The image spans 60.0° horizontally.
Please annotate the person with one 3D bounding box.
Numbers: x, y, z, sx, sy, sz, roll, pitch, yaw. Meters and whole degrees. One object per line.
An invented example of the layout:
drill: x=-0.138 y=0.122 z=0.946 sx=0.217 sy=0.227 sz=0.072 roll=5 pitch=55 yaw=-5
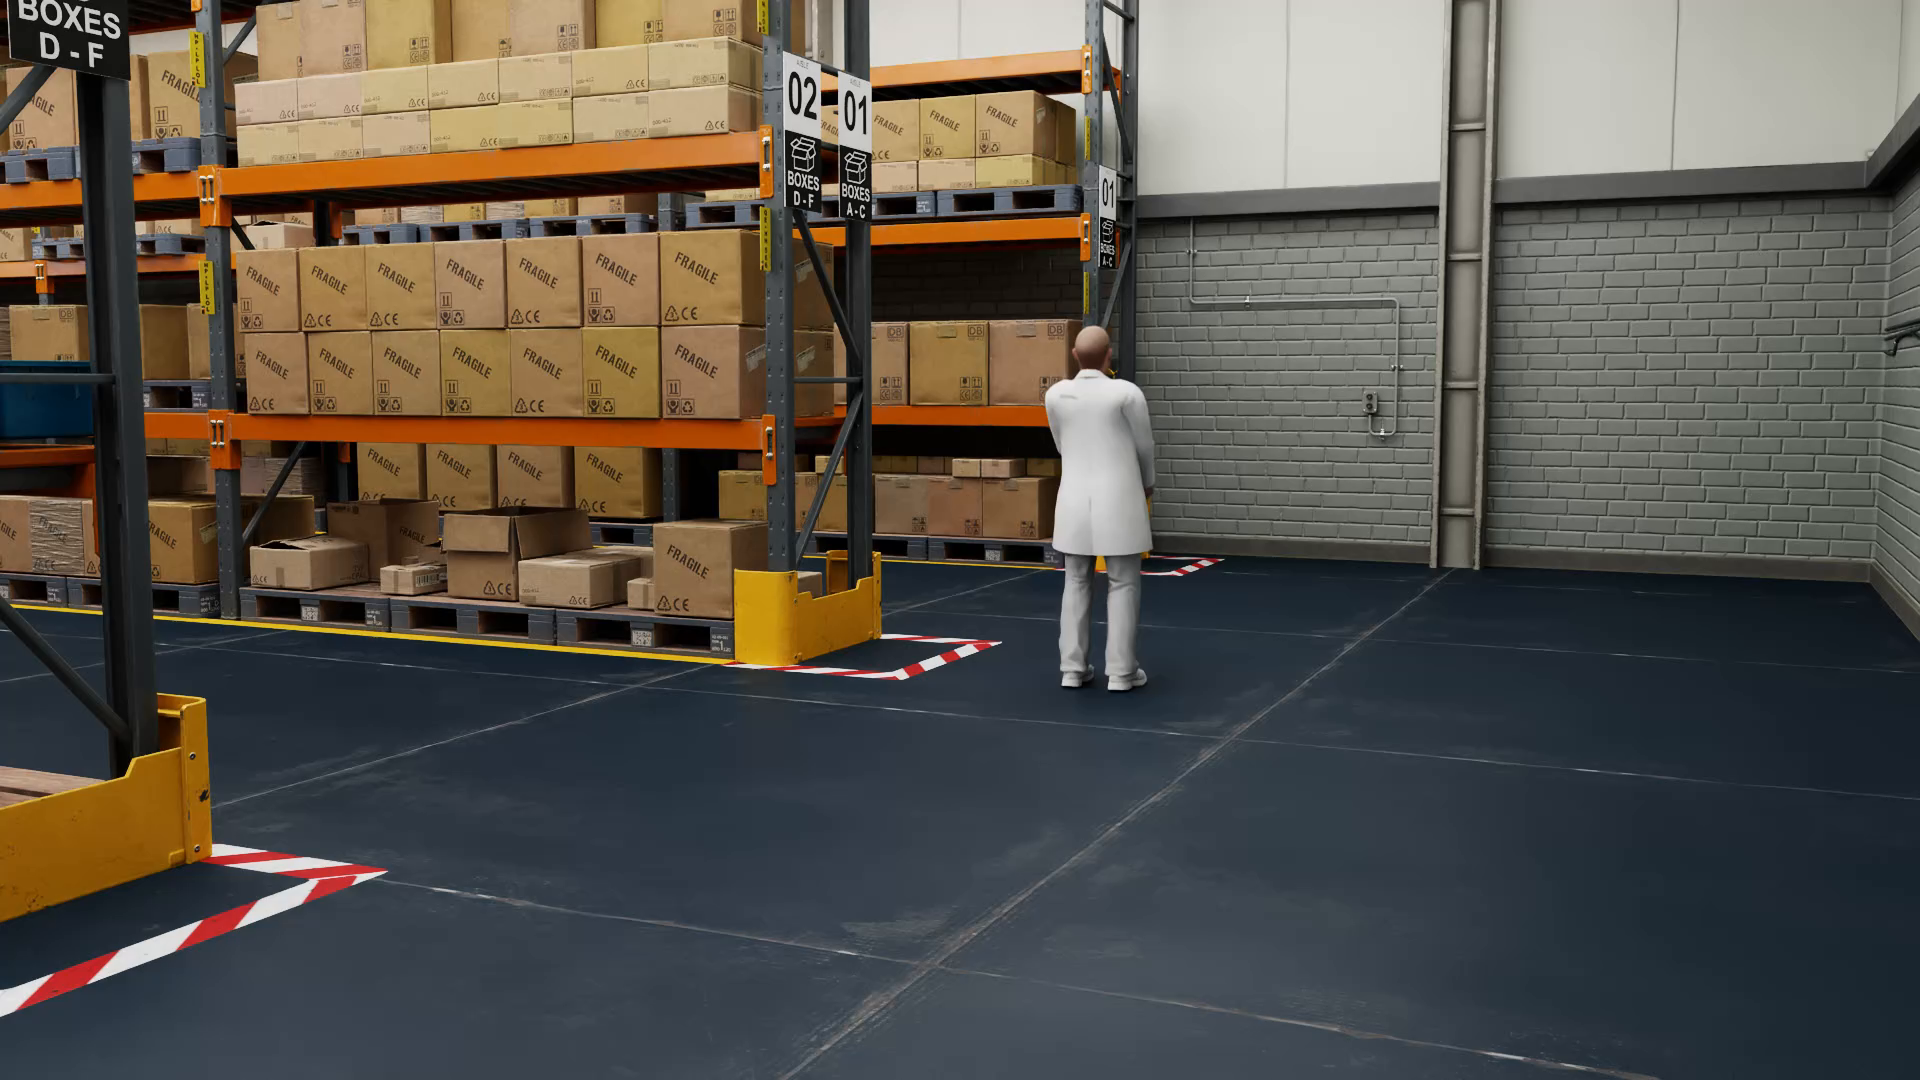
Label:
person: x=0.726 y=-0.166 z=8.244 sx=0.529 sy=1.772 sz=0.553 roll=3 pitch=6 yaw=25
